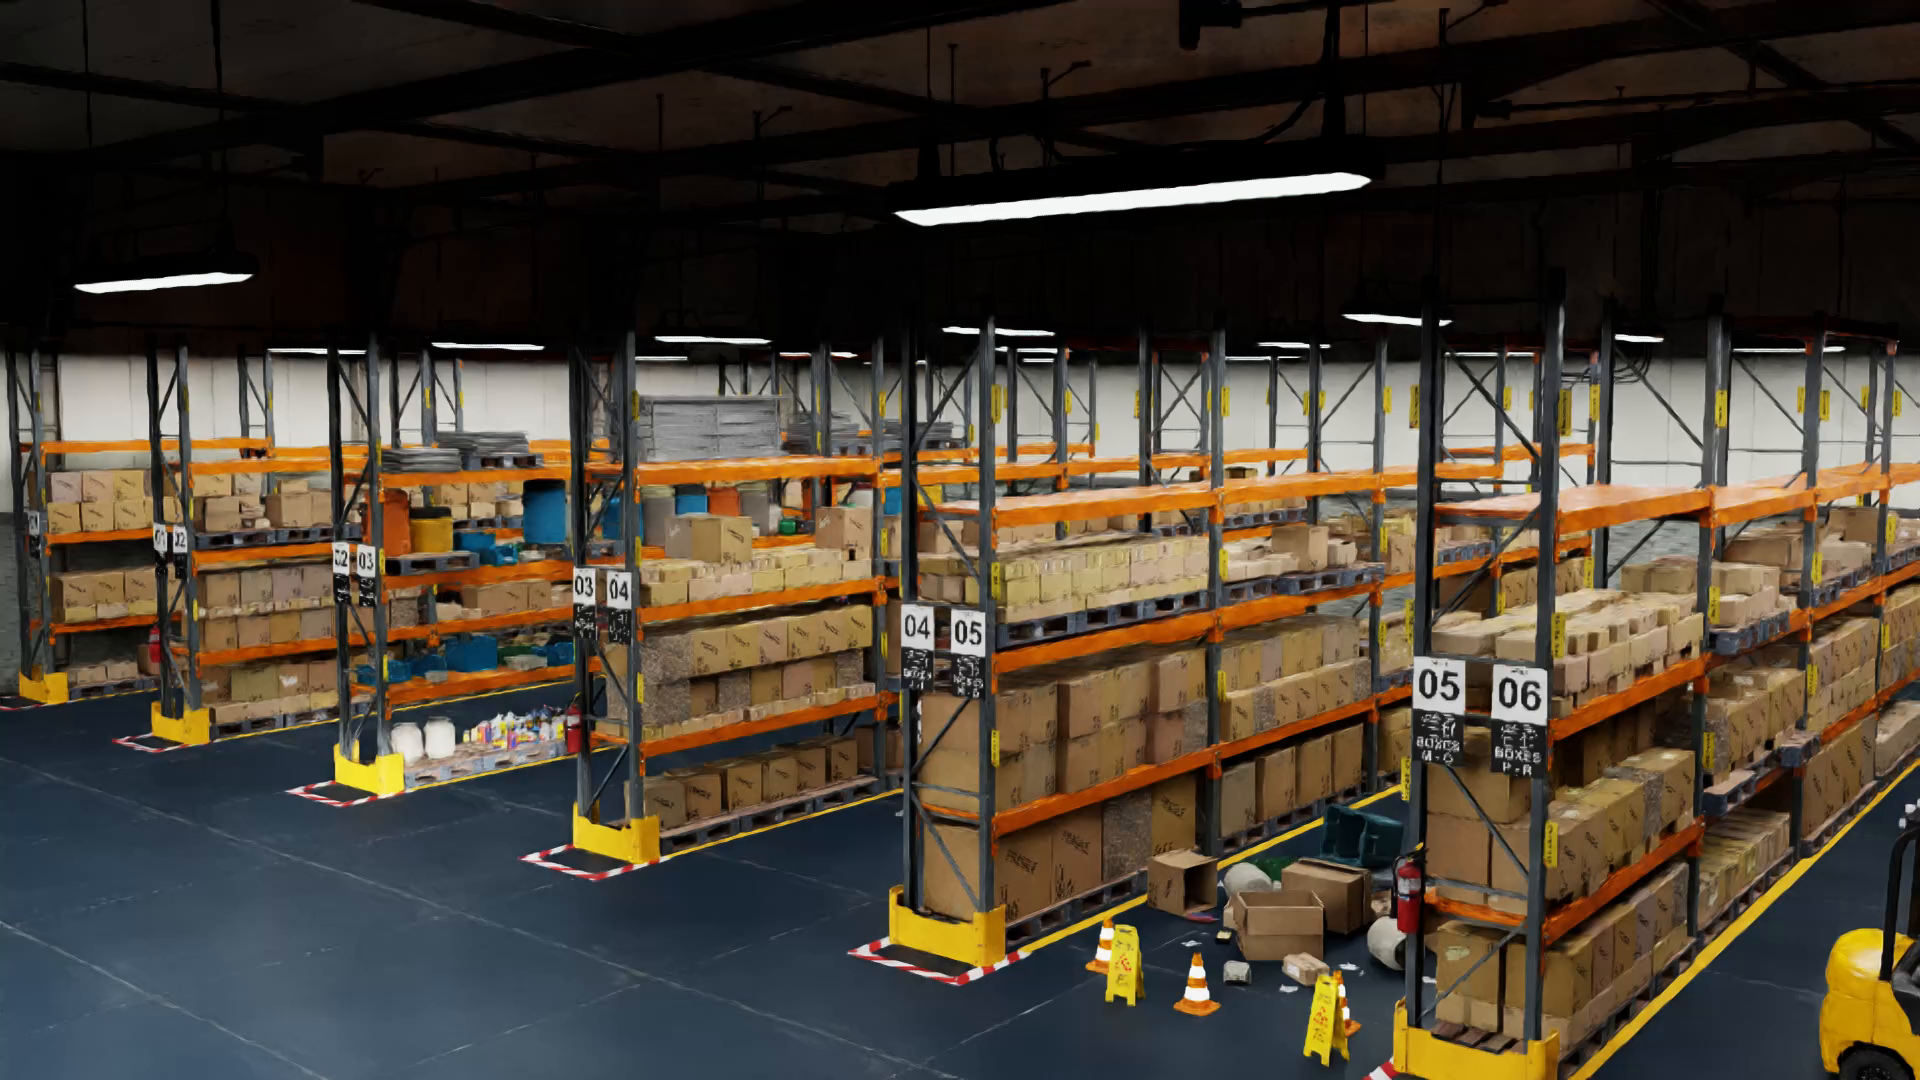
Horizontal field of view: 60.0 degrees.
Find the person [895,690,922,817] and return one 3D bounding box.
[{"bbox_3d":[-0.532,2.537,20.333,0.497,1.578,1.090,4,7,41],"label":"person"}]
